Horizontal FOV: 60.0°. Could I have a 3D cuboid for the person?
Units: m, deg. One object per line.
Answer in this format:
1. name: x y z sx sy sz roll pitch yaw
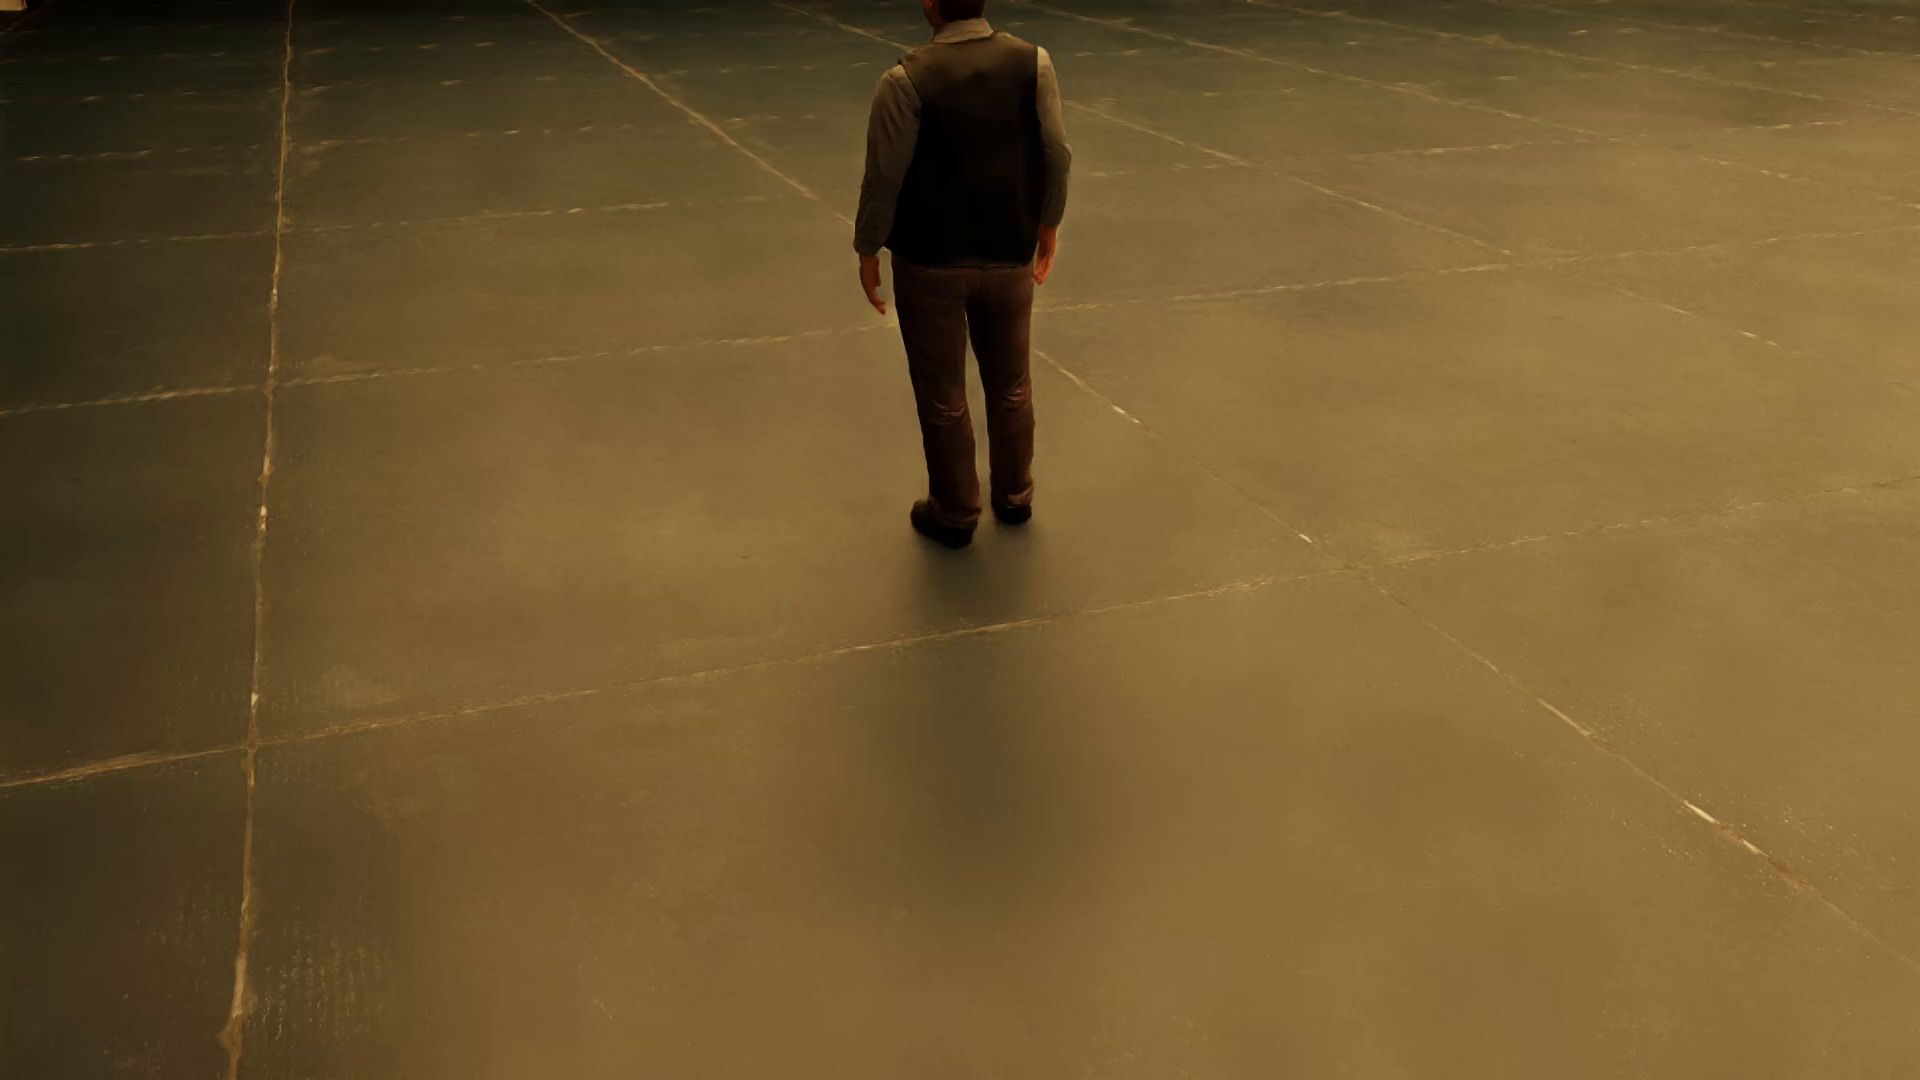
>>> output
1. person: -0.014 -0.824 4.800 0.632 1.720 0.567 -8 24 -18
